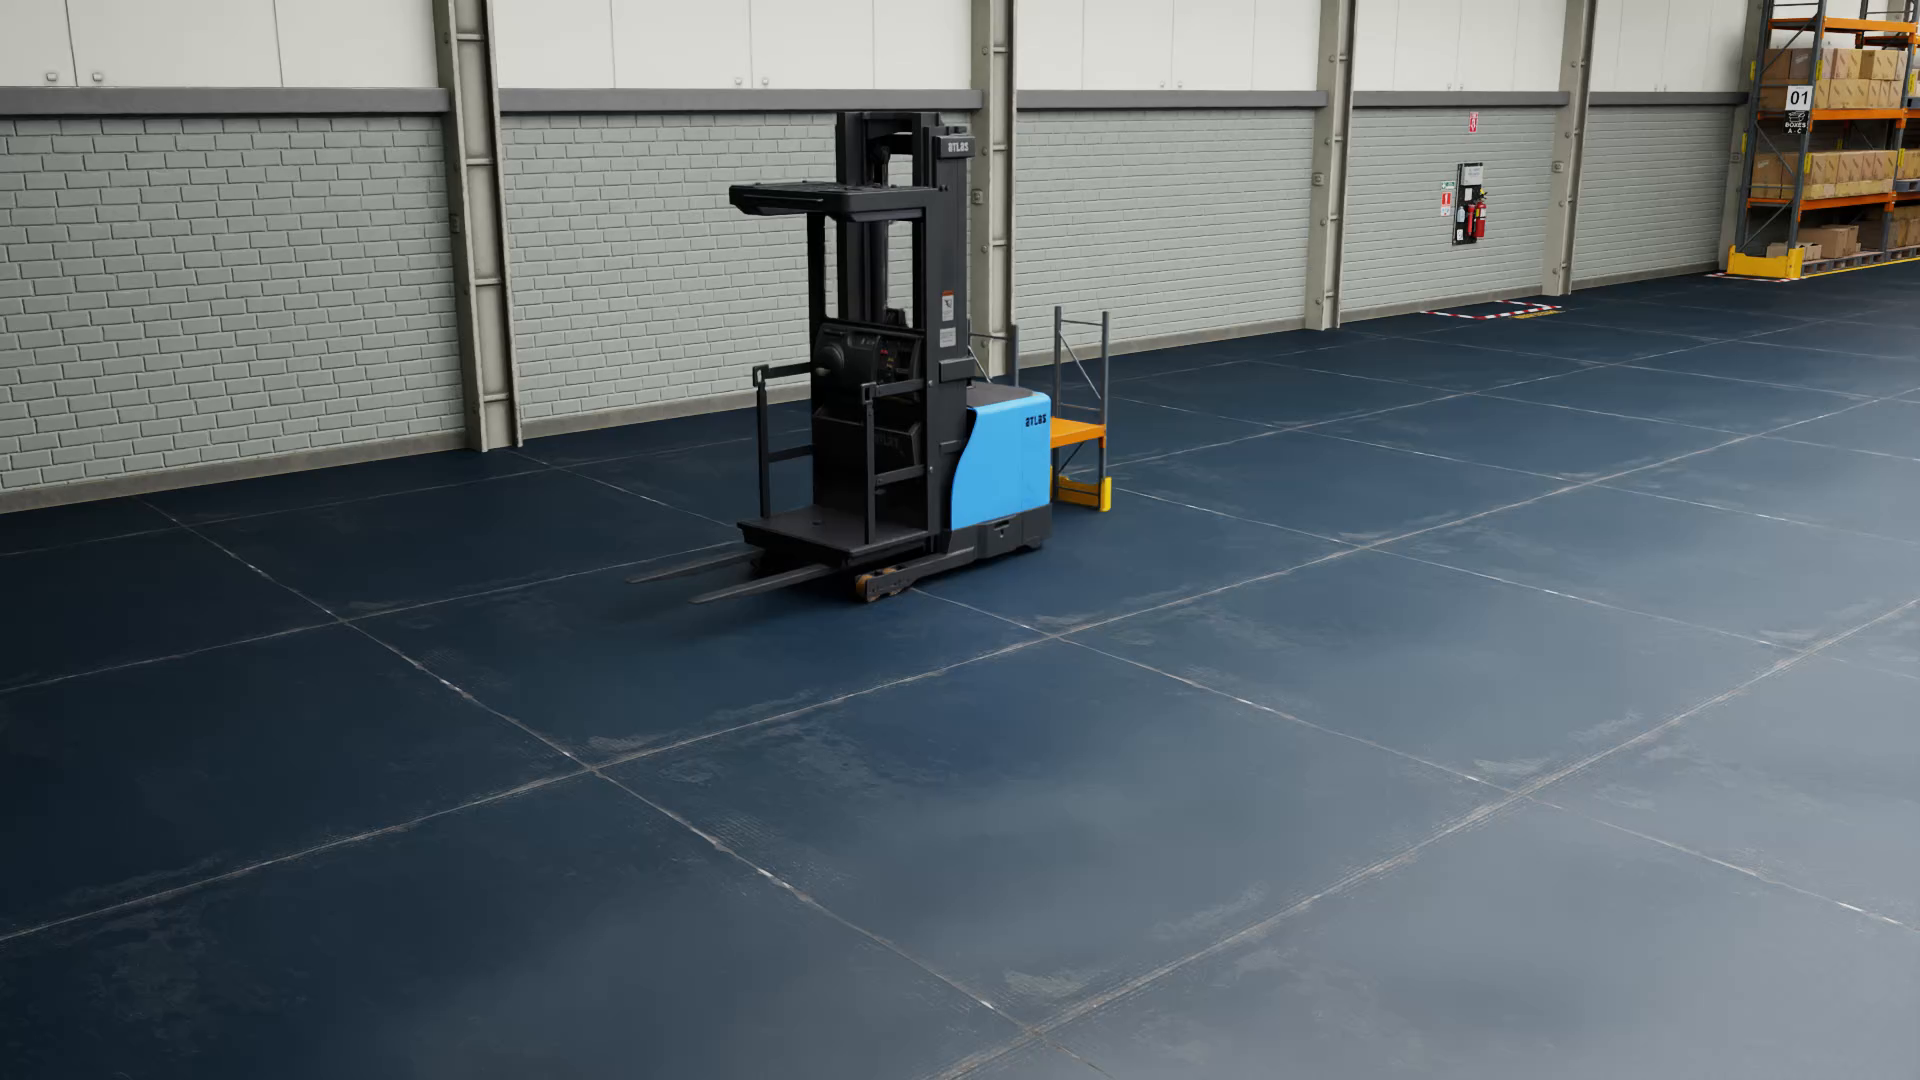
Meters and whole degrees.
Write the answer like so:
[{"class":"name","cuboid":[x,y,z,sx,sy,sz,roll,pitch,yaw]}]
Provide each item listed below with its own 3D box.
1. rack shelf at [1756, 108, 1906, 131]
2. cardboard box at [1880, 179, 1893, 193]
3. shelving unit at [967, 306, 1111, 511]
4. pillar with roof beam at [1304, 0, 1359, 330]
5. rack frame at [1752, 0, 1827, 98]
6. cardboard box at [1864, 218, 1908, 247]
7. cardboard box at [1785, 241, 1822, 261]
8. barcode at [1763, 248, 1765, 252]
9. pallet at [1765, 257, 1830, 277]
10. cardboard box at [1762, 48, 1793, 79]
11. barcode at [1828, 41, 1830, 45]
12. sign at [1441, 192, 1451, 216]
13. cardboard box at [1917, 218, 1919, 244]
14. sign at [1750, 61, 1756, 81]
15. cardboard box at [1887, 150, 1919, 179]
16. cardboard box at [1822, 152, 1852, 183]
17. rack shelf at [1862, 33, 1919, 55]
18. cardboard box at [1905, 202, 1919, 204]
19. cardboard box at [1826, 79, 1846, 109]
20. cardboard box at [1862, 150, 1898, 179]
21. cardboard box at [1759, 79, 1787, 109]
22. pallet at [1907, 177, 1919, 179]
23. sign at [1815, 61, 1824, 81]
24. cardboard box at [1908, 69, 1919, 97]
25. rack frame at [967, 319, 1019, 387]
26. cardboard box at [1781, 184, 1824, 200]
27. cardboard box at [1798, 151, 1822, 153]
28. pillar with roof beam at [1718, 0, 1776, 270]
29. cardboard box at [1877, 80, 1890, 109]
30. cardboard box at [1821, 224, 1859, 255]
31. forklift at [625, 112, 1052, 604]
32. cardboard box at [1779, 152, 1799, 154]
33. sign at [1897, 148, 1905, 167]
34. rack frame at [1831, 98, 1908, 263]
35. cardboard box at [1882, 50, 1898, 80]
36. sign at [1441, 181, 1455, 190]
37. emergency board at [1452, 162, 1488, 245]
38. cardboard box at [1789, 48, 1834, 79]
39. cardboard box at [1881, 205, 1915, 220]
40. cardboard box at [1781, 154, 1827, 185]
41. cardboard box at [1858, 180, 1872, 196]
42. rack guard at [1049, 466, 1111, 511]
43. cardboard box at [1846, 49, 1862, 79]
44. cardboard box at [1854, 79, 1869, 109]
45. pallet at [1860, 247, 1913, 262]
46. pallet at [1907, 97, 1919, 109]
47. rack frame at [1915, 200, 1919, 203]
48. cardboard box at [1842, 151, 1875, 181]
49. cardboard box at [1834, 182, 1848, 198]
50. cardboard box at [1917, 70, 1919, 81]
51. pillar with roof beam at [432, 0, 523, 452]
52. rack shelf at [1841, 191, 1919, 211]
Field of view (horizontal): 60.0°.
[{"class":"rack shelf","cuboid":[15.491,-7.506,29.619,4.000,0.370,1.077,-13,19,-39]},{"class":"cardboard box","cuboid":[16.841,-6.541,30.677,0.500,0.250,0.500,-13,19,-39]},{"class":"shelving unit","cuboid":[0.567,-0.906,12.234,0.587,1.500,1.083,14,20,41]},{"class":"pillar with roof beam","cuboid":[7.716,-6.380,18.197,0.400,9.000,9.100,-13,19,-39]},{"class":"rack frame","cuboid":[13.982,-8.964,27.871,0.127,3.000,1.000,-13,19,-39]},{"class":"cardboard box","cuboid":[17.901,-5.973,32.291,0.500,0.500,0.700,-13,20,-40]},{"class":"cardboard box","cuboid":[14.993,-5.175,29.670,0.500,0.311,0.500,-11,18,-35]},{"class":"barcode","cuboid":[14.314,-5.164,29.610,0.075,0.075,0.001,-13,19,-39]},{"class":"pallet","cuboid":[14.675,-4.862,29.543,1.213,0.211,1.003,-13,19,-39]},{"class":"cardboard box","cuboid":[14.136,-8.180,28.577,0.500,0.500,0.500,-12,19,-37]},{"class":"barcode","cuboid":[15.669,-8.958,29.981,0.075,0.075,0.001,-13,19,-39]},{"class":"sign","cuboid":[7.042,-4.868,24.095,0.234,0.329,0.001,-13,19,-39]},{"class":"cardboard box","cuboid":[18.687,-6.139,32.912,0.500,0.500,0.700,-13,20,-40]},{"class":"sign","cuboid":[13.633,-8.054,28.561,0.005,0.325,0.100,-13,19,-39]},{"class":"cardboard box","cuboid":[17.832,-7.177,31.759,0.500,0.500,0.700,-10,18,-34]},{"class":"cardboard box","cuboid":[15.313,-6.555,29.278,0.500,0.500,0.500,-13,20,-41]},{"class":"rack shelf","cuboid":[18.508,-9.439,31.821,4.000,0.370,1.077,-13,19,-39]},{"class":"cardboard box","cuboid":[19.037,-6.571,33.077,0.500,0.250,0.500,-12,19,-38]},{"class":"cardboard box","cuboid":[14.827,-7.665,28.587,0.500,0.500,0.500,-11,19,-36]},{"class":"cardboard box","cuboid":[16.846,-6.902,30.577,0.500,0.500,0.500,-13,20,-39]},{"class":"cardboard box","cuboid":[14.131,-7.693,28.692,0.500,0.500,0.500,-11,18,-35]},{"class":"pallet","cuboid":[18.551,-6.985,32.458,1.213,0.211,1.003,-13,19,-39]},{"class":"sign","cuboid":[14.338,-7.831,27.750,0.005,0.325,0.100,-13,19,-39]},{"class":"cardboard box","cuboid":[17.465,-8.521,31.016,0.500,0.500,0.500,-9,18,-32]},{"class":"rack frame","cuboid":[0.215,-0.808,11.868,0.500,1.500,0.032,14,20,41]},{"class":"cardboard box","cuboid":[14.559,-6.024,28.740,0.500,0.250,0.500,-13,20,-41]},{"class":"cardboard box","cuboid":[15.351,-6.743,29.981,0.500,0.500,0.500,-12,19,-39]},{"class":"pillar with roof beam","cuboid":[16.768,-8.413,25.808,0.400,9.000,9.100,-13,19,-39]},{"class":"cardboard box","cuboid":[16.391,-8.033,29.967,0.500,0.500,0.500,14,20,42]},{"class":"cardboard box","cuboid":[16.243,-5.564,30.760,0.500,0.500,0.500,14,21,43]},{"class":"forklift","cuboid":[-0.737,-1.183,10.500,1.130,2.935,3.031,14,20,41]},{"class":"cardboard box","cuboid":[14.584,-6.570,29.331,0.500,0.500,0.500,-12,19,-39]},{"class":"sign","cuboid":[17.362,-7.057,30.680,0.005,0.325,0.100,-13,19,-39]},{"class":"rack frame","cuboid":[17.000,-6.743,31.182,0.127,3.000,1.000,-13,19,-39]},{"class":"cardboard box","cuboid":[16.391,-8.500,29.778,0.500,0.500,0.500,-11,19,-36]},{"class":"sign","cuboid":[7.051,-5.124,24.023,0.331,0.109,0.001,-13,19,-39]},{"class":"emergency board","cuboid":[7.527,-4.925,24.375,0.643,1.169,0.194,-13,19,-39]},{"class":"cardboard box","cuboid":[14.432,-8.074,28.181,0.500,0.500,0.500,14,21,43]},{"class":"cardboard box","cuboid":[18.264,-6.402,32.444,0.500,0.250,0.500,-13,20,-41]},{"class":"cardboard box","cuboid":[14.539,-6.387,28.649,0.500,0.500,0.500,-13,19,-39]},{"class":"cardboard box","cuboid":[16.091,-6.370,30.037,0.500,0.250,0.500,-13,20,-40]},{"class":"rack guard","cuboid":[0.906,-0.396,12.748,0.587,0.250,0.087,14,20,41]},{"class":"cardboard box","cuboid":[15.223,-8.238,28.795,0.500,0.500,0.500,-12,19,-38]},{"class":"cardboard box","cuboid":[15.606,-7.848,29.274,0.500,0.500,0.500,-11,19,-36]},{"class":"pallet","cuboid":[17.586,-5.528,32.037,1.213,0.211,1.003,-13,19,-39]},{"class":"pallet","cuboid":[17.535,-8.185,31.133,1.003,0.211,1.213,-13,19,-39]},{"class":"rack frame","cuboid":[20.017,-7.421,33.719,0.127,3.000,1.000,-13,19,-39]},{"class":"cardboard box","cuboid":[16.086,-6.733,29.944,0.500,0.500,0.500,-13,20,-41]},{"class":"cardboard box","cuboid":[15.329,-6.199,29.398,0.500,0.250,0.500,-13,20,-40]},{"class":"cardboard box","cuboid":[18.395,-8.729,31.798,0.500,0.500,0.500,-14,20,-41]},{"class":"pillar with roof beam","cuboid":[-1.337,-4.347,10.587,0.400,9.000,9.100,-13,19,-39]},{"class":"rack shelf","cuboid":[18.508,-6.734,32.543,4.000,0.370,1.077,-13,19,-39]}]
